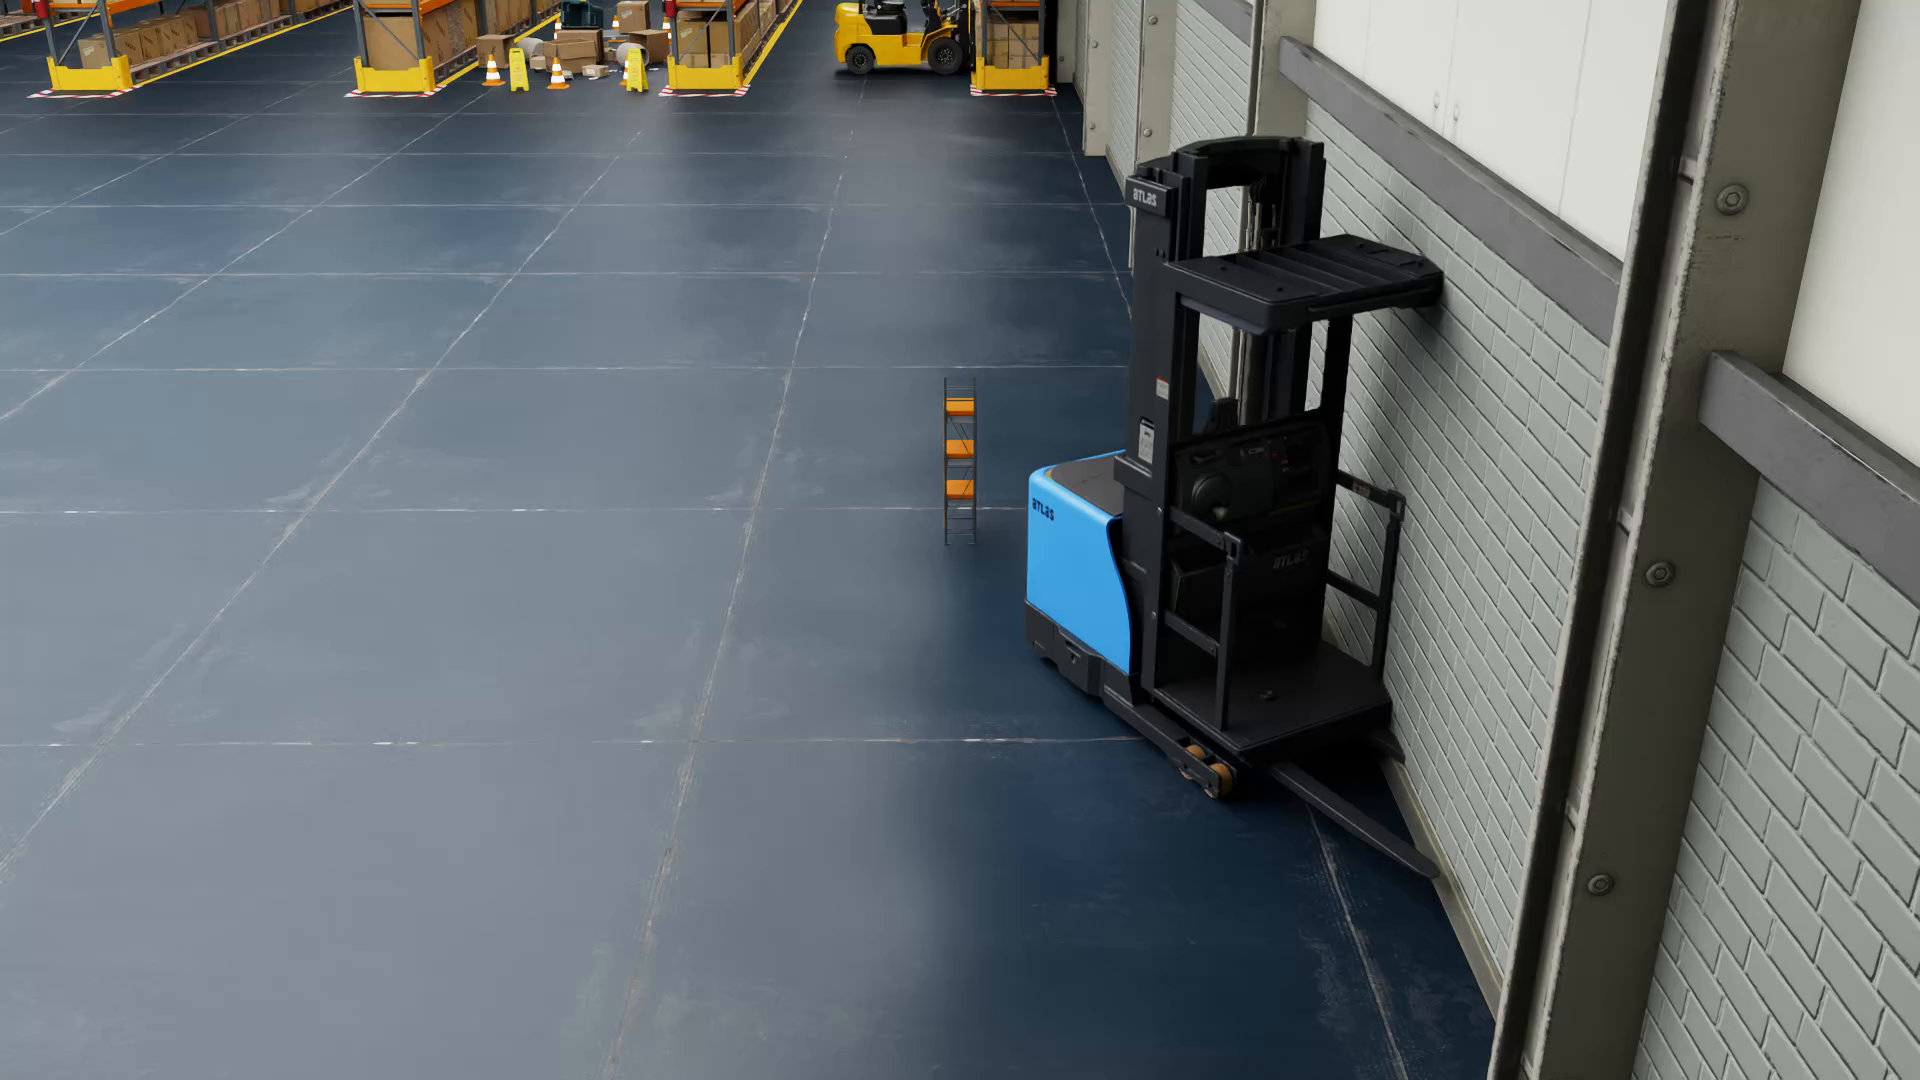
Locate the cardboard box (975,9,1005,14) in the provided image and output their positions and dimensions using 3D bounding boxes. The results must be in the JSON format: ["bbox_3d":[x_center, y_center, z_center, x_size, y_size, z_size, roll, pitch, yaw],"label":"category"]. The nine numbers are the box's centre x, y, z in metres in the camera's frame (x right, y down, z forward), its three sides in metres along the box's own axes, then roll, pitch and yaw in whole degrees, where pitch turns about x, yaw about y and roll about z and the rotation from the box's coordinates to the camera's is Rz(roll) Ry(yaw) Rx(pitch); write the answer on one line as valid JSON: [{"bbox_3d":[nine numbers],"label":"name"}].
[{"bbox_3d":[0.504,-8.927,28.461,0.500,0.250,0.500,-1,24,-2],"label":"cardboard box"}]

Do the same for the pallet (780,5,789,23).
[{"bbox_3d":[-4.138,-11.045,34.914,1.003,0.211,1.213,0,24,-1],"label":"pallet"}]

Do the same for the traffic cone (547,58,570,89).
[{"bbox_3d":[-6.518,-7.564,26.912,0.336,0.463,0.334,0,24,-1],"label":"traffic cone"}]

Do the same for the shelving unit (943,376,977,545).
[{"bbox_3d":[-0.001,-0.500,10.582,0.215,1.050,0.252,0,24,-1],"label":"shelving unit"}]

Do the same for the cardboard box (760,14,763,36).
[{"bbox_3d":[-4.169,-9.552,30.909,0.950,0.372,0.625,0,24,0],"label":"cardboard box"}]

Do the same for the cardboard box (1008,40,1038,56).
[{"bbox_3d":[1.049,-8.078,27.192,0.500,0.250,0.500,0,24,0],"label":"cardboard box"}]

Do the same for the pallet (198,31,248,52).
[{"bbox_3d":[-14.080,-9.347,31.161,1.003,0.211,1.213,0,24,-1],"label":"pallet"}]

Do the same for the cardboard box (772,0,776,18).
[{"bbox_3d":[-4.208,-10.751,33.560,0.950,0.372,0.625,-2,24,-4],"label":"cardboard box"}]

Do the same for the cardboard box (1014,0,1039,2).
[{"bbox_3d":[1.118,-8.968,26.818,0.500,0.500,0.500,1,24,1],"label":"cardboard box"}]

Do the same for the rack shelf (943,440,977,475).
[{"bbox_3d":[-0.001,-0.491,10.587,0.215,0.259,0.240,0,24,-1],"label":"rack shelf"}]

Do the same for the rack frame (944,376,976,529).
[{"bbox_3d":[-0.002,-0.551,10.694,0.200,1.050,0.008,0,24,-1],"label":"rack frame"}]

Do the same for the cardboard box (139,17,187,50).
[{"bbox_3d":[-14.092,-8.949,29.419,0.500,0.500,0.500,8,25,16],"label":"cardboard box"}]

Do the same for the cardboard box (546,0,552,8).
[{"bbox_3d":[-8.915,-11.478,35.012,0.500,0.500,0.500,0,24,0],"label":"cardboard box"}]

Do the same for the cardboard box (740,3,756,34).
[{"bbox_3d":[-3.879,-9.170,29.302,0.500,0.500,0.500,0,24,0],"label":"cardboard box"}]

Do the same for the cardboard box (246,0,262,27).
[{"bbox_3d":[-14.055,-10.269,32.314,0.700,0.500,0.500,2,24,4],"label":"cardboard box"}]

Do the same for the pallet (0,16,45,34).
[{"bbox_3d":[-19.097,-10.333,33.341,1.003,0.211,1.213,0,24,-1],"label":"pallet"}]

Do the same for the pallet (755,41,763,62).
[{"bbox_3d":[-4.118,-8.795,29.939,1.003,0.211,1.213,0,24,-1],"label":"pallet"}]

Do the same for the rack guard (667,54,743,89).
[{"bbox_3d":[-4.118,-7.586,26.916,1.175,0.500,0.348,0,24,-1],"label":"rack guard"}]

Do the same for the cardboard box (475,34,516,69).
[{"bbox_3d":[-8.066,-8.505,28.945,0.500,0.500,0.500,4,25,9],"label":"cardboard box"}]

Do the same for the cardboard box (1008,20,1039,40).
[{"bbox_3d":[1.030,-8.310,27.098,0.500,0.250,0.500,-1,24,-1],"label":"cardboard box"}]

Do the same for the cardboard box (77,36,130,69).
[{"bbox_3d":[-14.017,-7.959,27.231,0.500,0.500,0.500,4,25,9],"label":"cardboard box"}]

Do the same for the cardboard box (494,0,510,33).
[{"bbox_3d":[-9.213,-10.097,31.655,1.050,0.750,0.750,0,24,-1],"label":"cardboard box"}]

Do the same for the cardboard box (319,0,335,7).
[{"bbox_3d":[-14.103,-11.820,35.314,1.225,0.875,0.875,0,24,0],"label":"cardboard box"}]

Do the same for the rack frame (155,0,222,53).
[{"bbox_3d":[-14.070,-10.297,29.877,1.000,3.000,0.127,0,24,-1],"label":"rack frame"}]

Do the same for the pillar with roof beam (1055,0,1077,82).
[{"bbox_3d":[-2.565,-11.722,25.748,9.100,9.000,0.400,0,24,-1],"label":"pillar with roof beam"}]

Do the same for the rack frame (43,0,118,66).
[{"bbox_3d":[-14.027,-8.649,26.233,1.000,3.000,0.127,0,24,-1],"label":"rack frame"}]

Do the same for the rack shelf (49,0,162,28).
[{"bbox_3d":[-14.048,-9.145,28.203,1.077,0.370,4.000,0,24,-1],"label":"rack shelf"}]

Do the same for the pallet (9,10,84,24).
[{"bbox_3d":[-19.117,-10.977,34.765,1.003,0.211,1.213,0,24,-1],"label":"pallet"}]

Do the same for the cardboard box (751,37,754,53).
[{"bbox_3d":[-3.869,-8.609,28.972,0.500,0.250,0.500,0,24,0],"label":"cardboard box"}]

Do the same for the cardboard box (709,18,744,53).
[{"bbox_3d":[-3.850,-8.317,27.416,0.500,0.500,0.500,-1,24,-2],"label":"cardboard box"}]

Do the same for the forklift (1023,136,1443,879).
[{"bbox_3d":[1.529,-0.309,7.877,1.130,2.935,3.031,-13,28,-27],"label":"forklift"}]

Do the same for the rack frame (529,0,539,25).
[{"bbox_3d":[-9.153,-11.926,33.479,1.000,3.000,0.127,0,24,-1],"label":"rack frame"}]

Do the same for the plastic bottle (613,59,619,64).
[{"bbox_3d":[-6.022,-8.463,29.387,0.133,0.061,0.283,4,25,9],"label":"plastic bottle"}]

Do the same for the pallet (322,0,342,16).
[{"bbox_3d":[-14.058,-11.501,35.924,1.003,0.211,1.213,0,24,-1],"label":"pallet"}]

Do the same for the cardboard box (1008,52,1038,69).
[{"bbox_3d":[1.036,-7.859,27.314,0.500,0.250,0.500,0,24,0],"label":"cardboard box"}]

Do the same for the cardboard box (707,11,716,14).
[{"bbox_3d":[-4.394,-8.726,28.320,0.500,0.500,0.500,-1,24,-2],"label":"cardboard box"}]

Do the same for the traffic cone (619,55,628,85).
[{"bbox_3d":[-5.412,-7.709,27.233,0.336,0.463,0.334,0,24,-1],"label":"traffic cone"}]

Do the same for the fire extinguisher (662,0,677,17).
[{"bbox_3d":[-4.577,-8.609,26.239,0.296,0.674,0.183,0,24,-1],"label":"fire extinguisher"}]

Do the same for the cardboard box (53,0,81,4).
[{"bbox_3d":[-14.236,-8.651,26.542,0.380,0.149,0.250,0,24,-1],"label":"cardboard box"}]

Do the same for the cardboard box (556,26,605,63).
[{"bbox_3d":[-6.686,-8.715,29.245,0.797,0.637,0.503,0,24,-1],"label":"cardboard box"}]

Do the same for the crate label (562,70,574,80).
[{"bbox_3d":[-6.589,-7.739,27.695,0.250,0.136,0.298,-14,28,-28],"label":"crate label"}]

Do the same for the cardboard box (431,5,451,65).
[{"bbox_3d":[-9.151,-8.494,27.960,0.875,0.875,0.875,-1,24,-1],"label":"cardboard box"}]

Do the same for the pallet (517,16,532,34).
[{"bbox_3d":[-9.220,-10.330,33.334,1.003,0.211,1.213,0,24,-1],"label":"pallet"}]
